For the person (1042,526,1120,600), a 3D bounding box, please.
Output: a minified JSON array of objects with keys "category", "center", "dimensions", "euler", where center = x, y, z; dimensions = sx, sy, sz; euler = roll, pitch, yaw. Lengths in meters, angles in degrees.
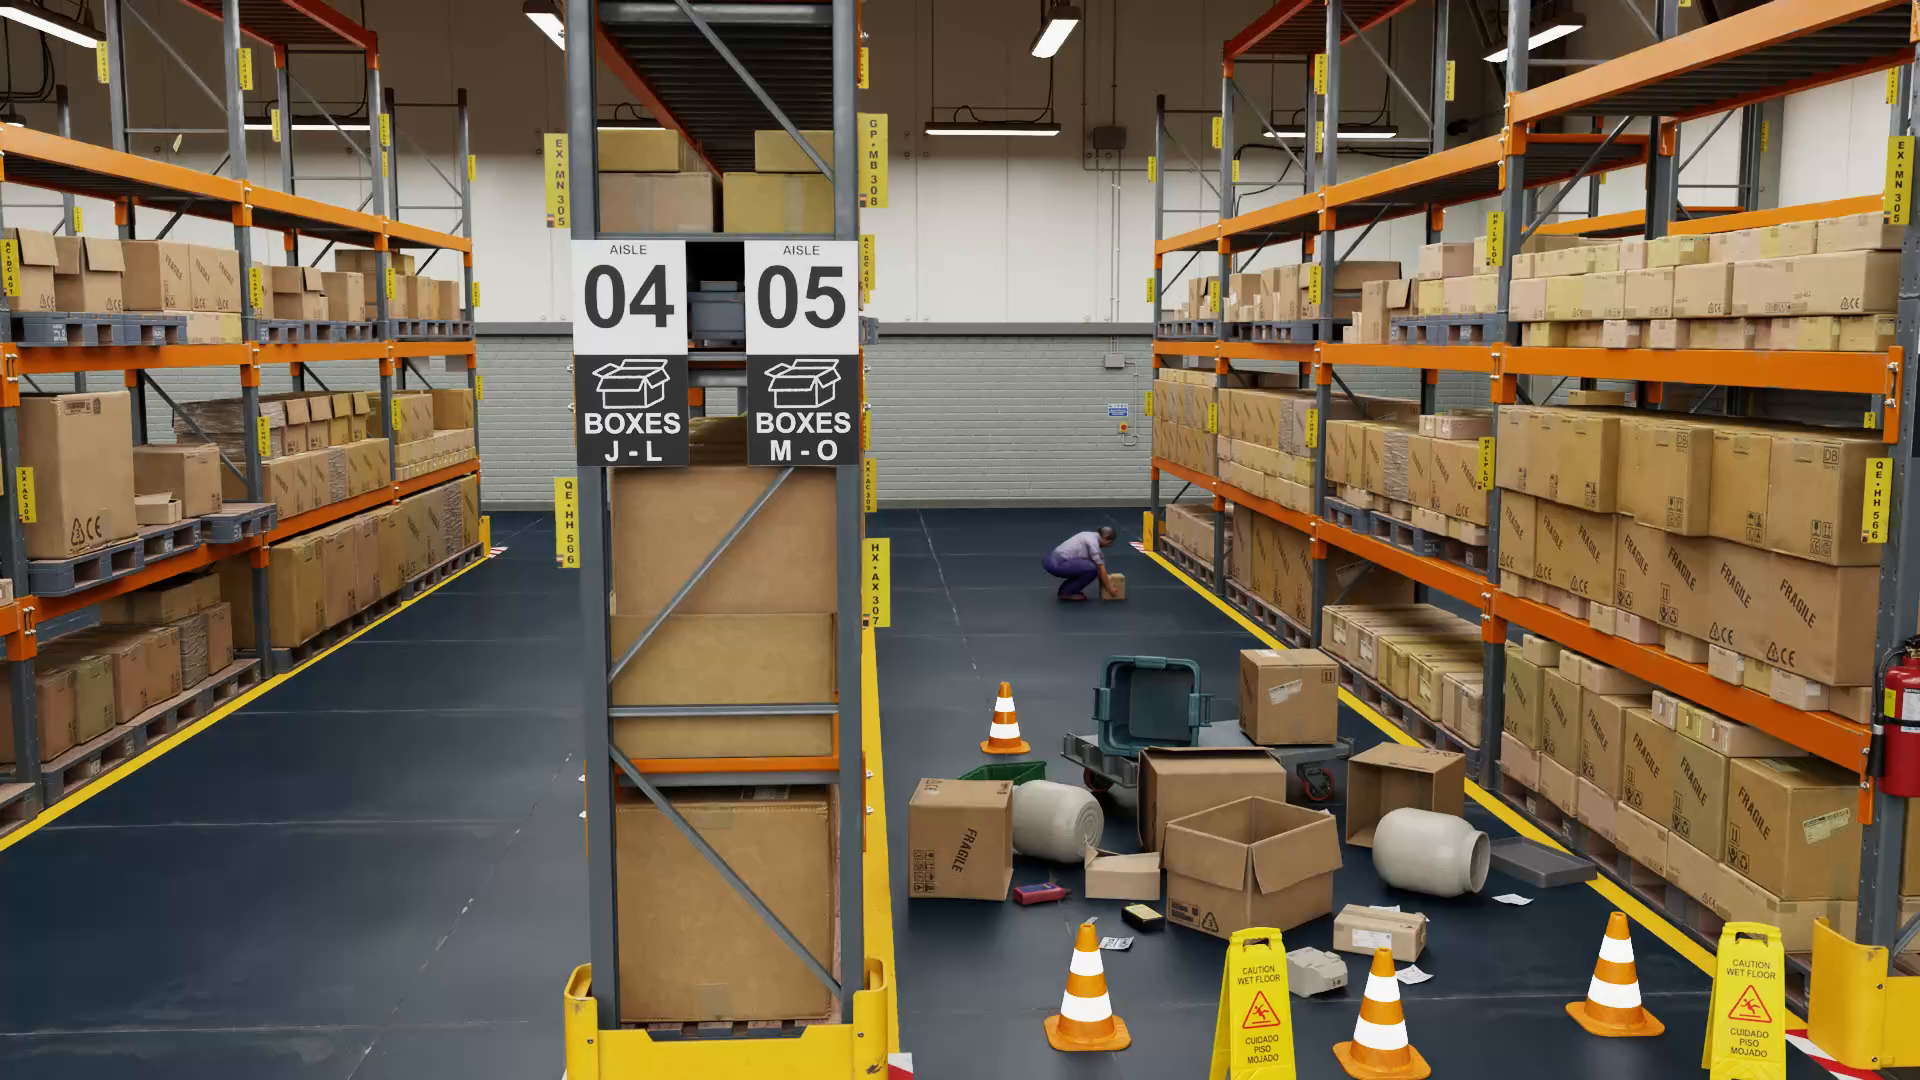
[{"category":"person","center":[1.327,0.252,18.304],"dimensions":[0.838,0.799,0.509],"euler":[0,7,-4]}]
